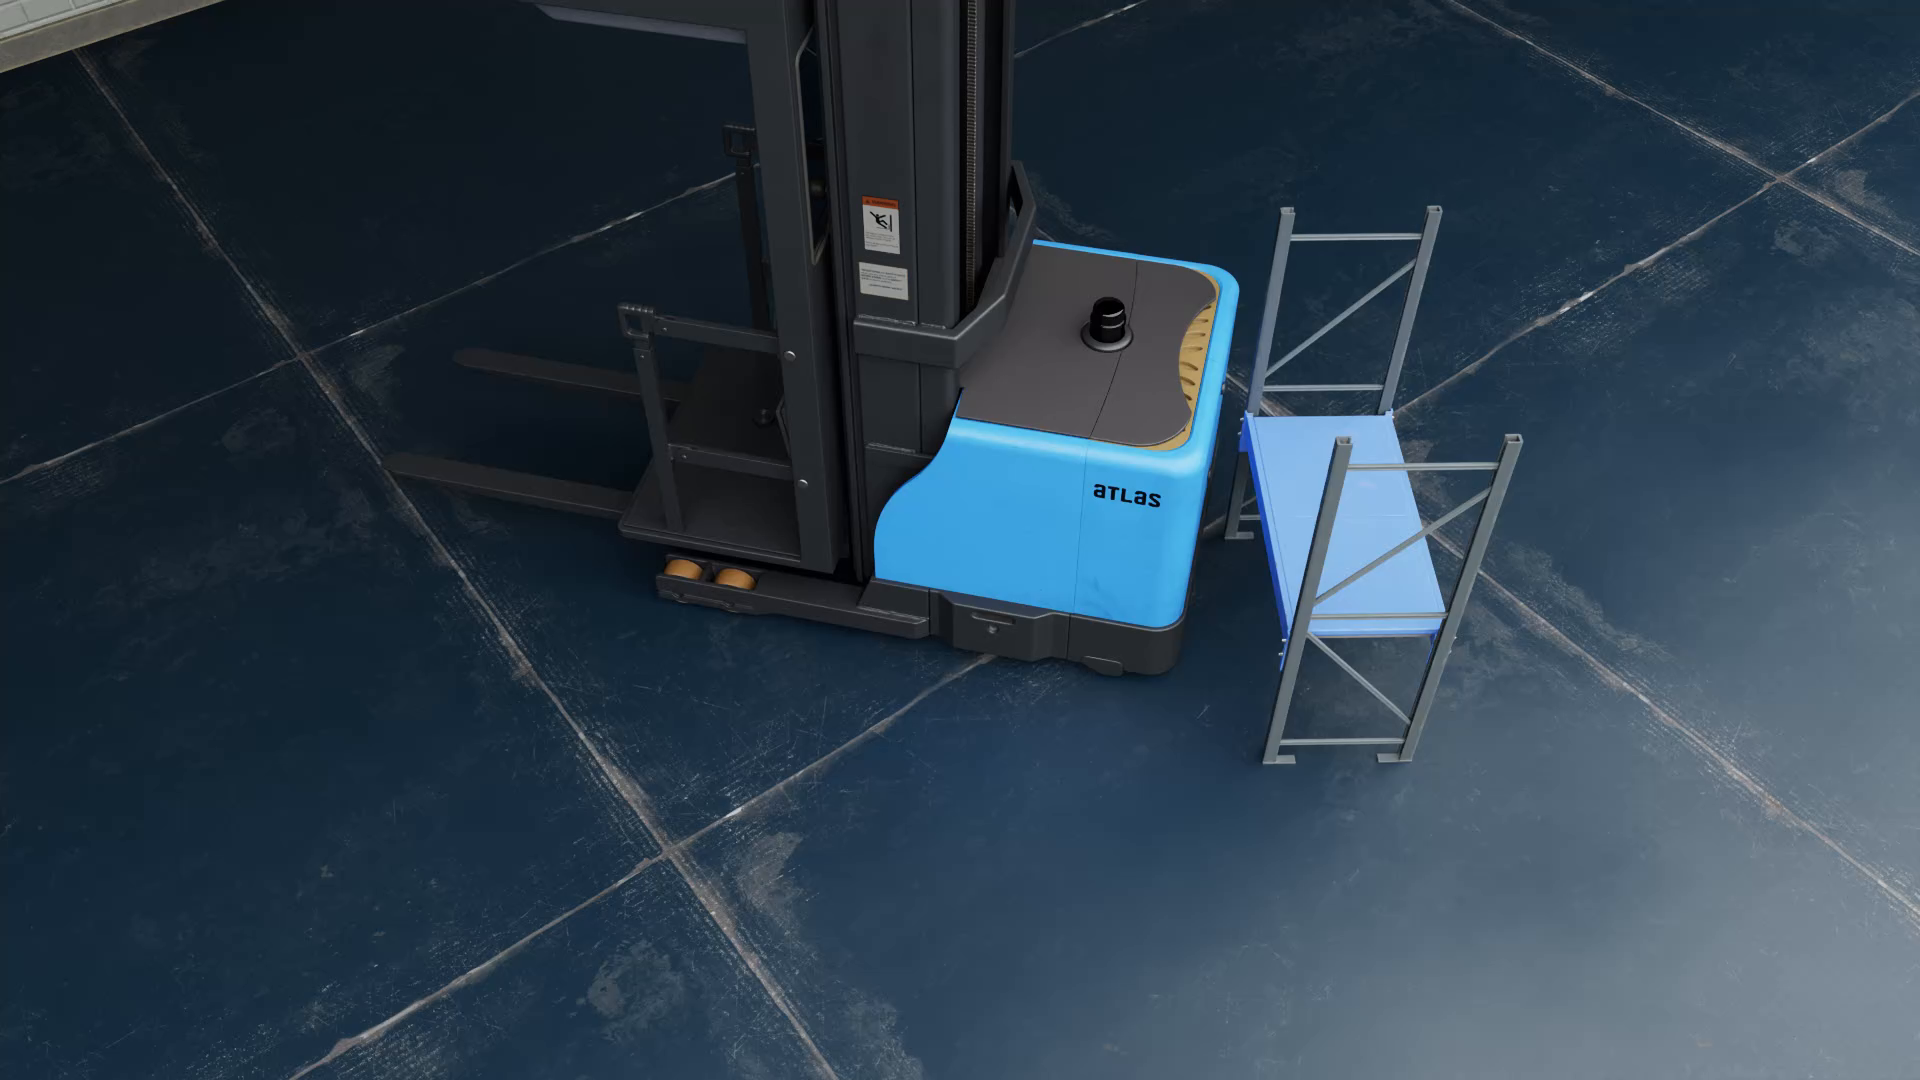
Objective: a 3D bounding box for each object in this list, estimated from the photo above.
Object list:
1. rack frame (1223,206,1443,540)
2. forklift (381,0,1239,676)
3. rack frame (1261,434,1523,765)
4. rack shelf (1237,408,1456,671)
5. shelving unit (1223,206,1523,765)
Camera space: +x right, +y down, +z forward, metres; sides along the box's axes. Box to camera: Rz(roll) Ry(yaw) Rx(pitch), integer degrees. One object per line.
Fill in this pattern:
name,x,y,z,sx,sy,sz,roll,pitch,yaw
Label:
rack frame,1.244,-0.520,5.709,0.500,1.500,0.032,-1,48,-1
forklift,-0.613,-1.093,5.262,3.031,2.935,1.130,10,49,9
rack frame,1.262,0.233,5.026,0.500,1.500,0.032,-1,48,-1
rack shelf,1.253,-0.023,5.501,0.538,0.185,1.000,-1,48,-1
shelving unit,1.253,-0.144,5.368,0.538,1.500,1.048,-1,48,-1
